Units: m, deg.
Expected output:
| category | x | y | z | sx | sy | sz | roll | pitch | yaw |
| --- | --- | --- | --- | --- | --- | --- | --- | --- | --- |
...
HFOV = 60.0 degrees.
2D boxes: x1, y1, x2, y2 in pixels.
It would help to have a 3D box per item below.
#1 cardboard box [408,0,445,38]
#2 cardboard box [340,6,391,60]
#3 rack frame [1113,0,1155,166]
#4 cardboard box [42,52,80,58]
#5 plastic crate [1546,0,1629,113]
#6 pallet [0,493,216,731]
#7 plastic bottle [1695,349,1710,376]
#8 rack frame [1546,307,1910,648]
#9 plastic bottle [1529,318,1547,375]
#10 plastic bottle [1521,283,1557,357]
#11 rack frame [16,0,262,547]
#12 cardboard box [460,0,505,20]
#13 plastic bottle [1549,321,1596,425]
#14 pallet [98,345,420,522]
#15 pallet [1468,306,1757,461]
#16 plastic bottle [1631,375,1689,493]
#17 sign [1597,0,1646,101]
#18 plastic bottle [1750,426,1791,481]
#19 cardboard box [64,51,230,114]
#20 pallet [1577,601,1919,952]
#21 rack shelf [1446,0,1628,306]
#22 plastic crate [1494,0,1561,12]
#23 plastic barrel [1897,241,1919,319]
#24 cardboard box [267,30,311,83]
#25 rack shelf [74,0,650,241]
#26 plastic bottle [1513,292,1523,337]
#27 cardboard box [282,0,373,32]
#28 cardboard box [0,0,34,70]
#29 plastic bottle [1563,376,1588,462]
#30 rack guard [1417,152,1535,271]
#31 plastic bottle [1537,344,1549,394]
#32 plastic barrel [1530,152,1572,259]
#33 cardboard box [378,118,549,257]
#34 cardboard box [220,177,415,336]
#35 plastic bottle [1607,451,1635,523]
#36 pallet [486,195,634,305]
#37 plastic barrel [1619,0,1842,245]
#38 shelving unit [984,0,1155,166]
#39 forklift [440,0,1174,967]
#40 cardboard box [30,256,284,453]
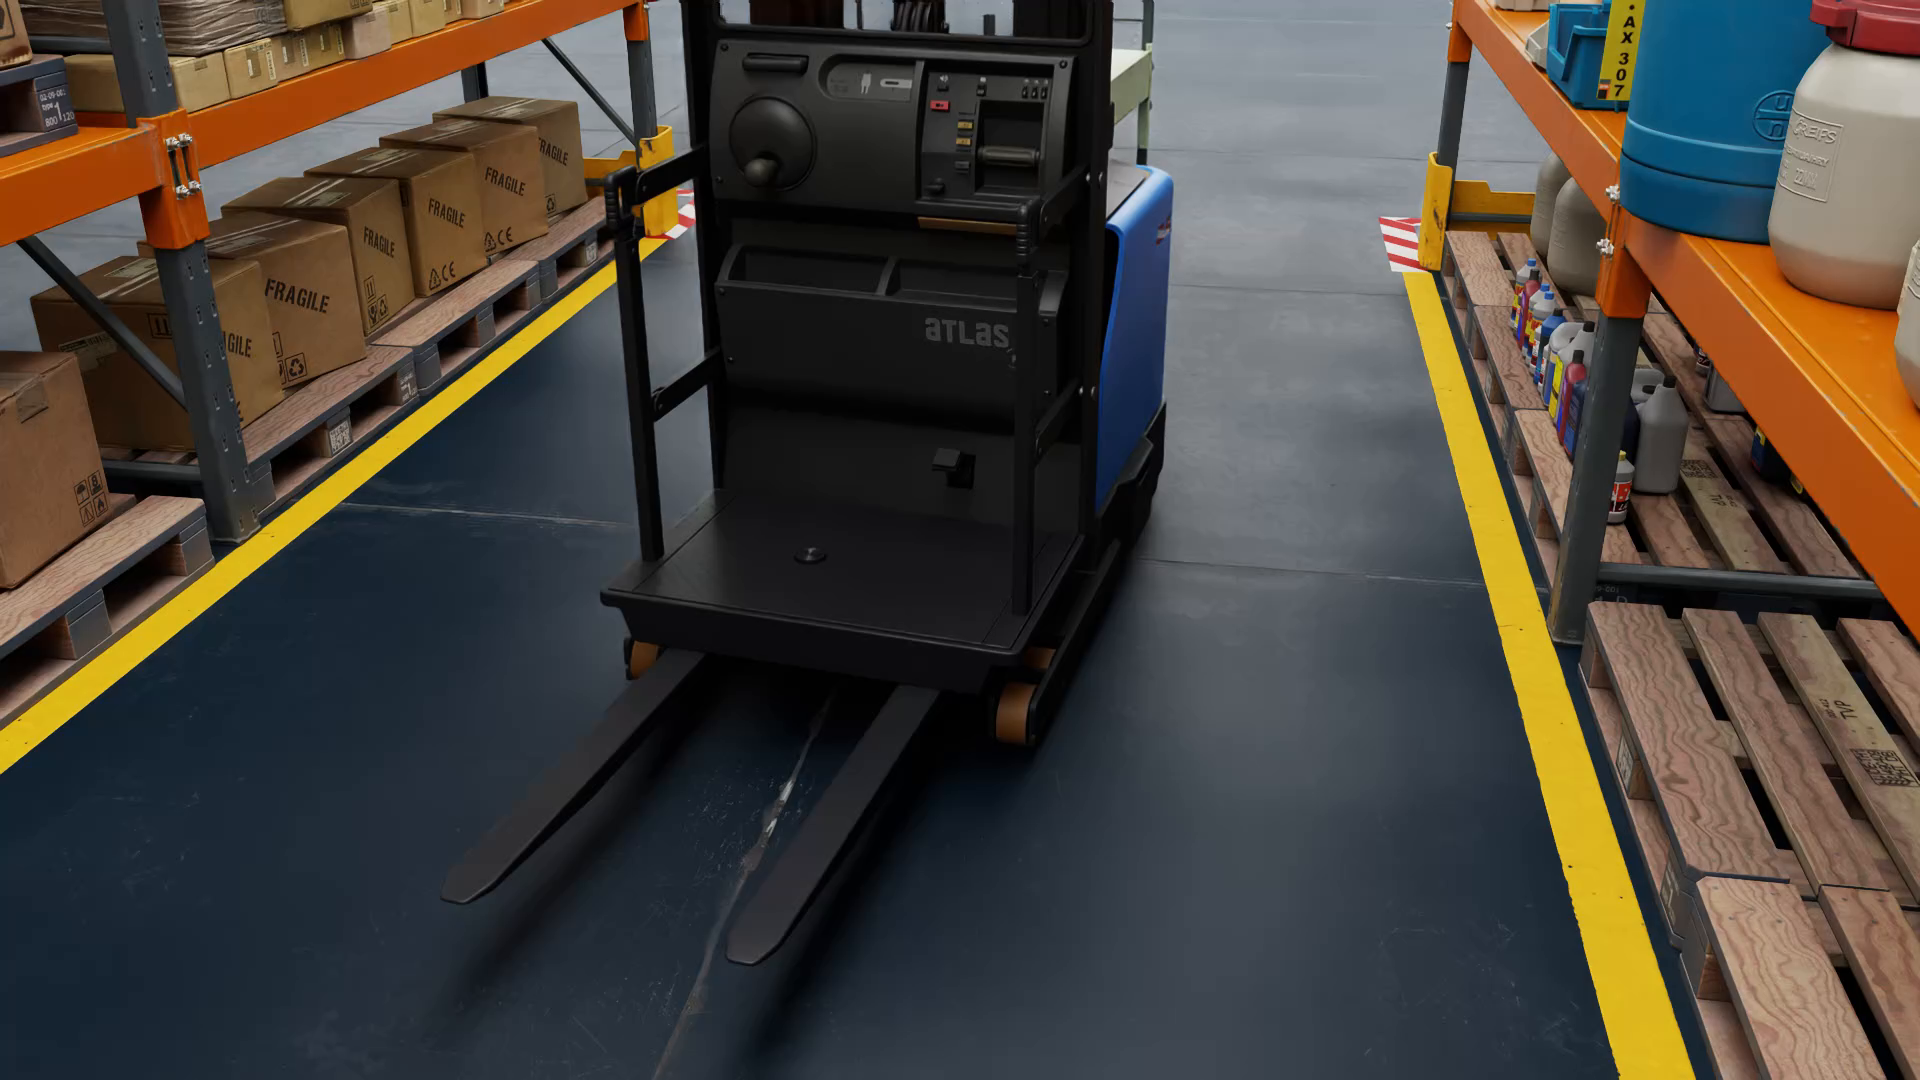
| category | x | y | z | sx | sy | sz | roll | pitch | yaw |
| --- | --- | --- | --- | --- | --- | --- | --- | --- | --- |
| cardboard box | -2.172 | -1.983 | 6.244 | 0.380 | 0.149 | 0.250 | 4 | 25 | 9 |
| cardboard box | -2.224 | -1.771 | 5.793 | 0.380 | 0.149 | 0.250 | 4 | 25 | 9 |
| rack frame | 0.489 | -1.266 | 6.185 | 0.400 | 1.500 | 0.023 | 8 | 26 | 16 |
| cardboard box | -2.940 | -1.500 | 5.212 | 0.380 | 0.149 | 0.250 | 4 | 25 | 9 |
| plastic crate | 2.064 | -1.470 | 5.028 | 0.499 | 0.251 | 0.616 | 4 | 25 | 9 |
| pallet | -2.861 | 0.190 | 4.596 | 1.003 | 0.211 | 1.213 | 4 | 25 | 9 |
| plastic bottle | 2.720 | -0.702 | 5.992 | 0.097 | 0.201 | 0.097 | 0 | 25 | 0 |
| rack frame | 2.151 | -1.056 | 3.968 | 1.000 | 3.000 | 0.127 | 4 | 25 | 9 |
| plastic bottle | 2.112 | -0.697 | 5.984 | 0.097 | 0.201 | 0.097 | 0 | 25 | 0 |
| plastic bottle | 2.145 | -0.812 | 6.147 | 0.097 | 0.271 | 0.097 | 0 | 25 | 0 |
| rack frame | -2.736 | -1.399 | 4.701 | 1.000 | 3.000 | 0.127 | 4 | 25 | 9 |
| cardboard box | -2.066 | -2.190 | 6.687 | 0.380 | 0.149 | 0.250 | 4 | 25 | 9 |
| plastic bottle | 2.056 | -0.560 | 5.514 | 0.144 | 0.351 | 0.185 | 4 | 25 | 8 |
| pallet | -2.661 | -0.420 | 5.897 | 1.003 | 0.211 | 1.213 | 4 | 25 | 9 |
| pallet | 2.499 | -0.583 | 6.246 | 1.003 | 0.211 | 1.213 | 4 | 25 | 9 |
| plastic bottle | 2.114 | -0.335 | 5.033 | 0.144 | 0.351 | 0.185 | 4 | 25 | 9 |
| sign | 1.610 | -1.224 | 4.000 | 0.100 | 0.325 | 0.005 | 4 | 25 | 9 |
| plastic bottle | 2.550 | -0.374 | 5.117 | 0.144 | 0.351 | 0.185 | 4 | 25 | 9 |
| cardboard box | -2.404 | -1.354 | 4.902 | 0.380 | 0.149 | 0.250 | 4 | 25 | 9 |
| pallet | 2.061 | 0.538 | 3.851 | 1.003 | 0.211 | 1.213 | 4 | 25 | 9 |
| rack shelf | 2.478 | -1.567 | 5.907 | 1.077 | 0.370 | 4.000 | 4 | 25 | 9 |
| plastic crate | 2.341 | -2.257 | 6.846 | 0.298 | 0.136 | 0.250 | 4 | 25 | 9 |
| plastic barrel | 1.783 | -0.450 | 2.837 | 0.301 | 0.262 | 0.301 | 0 | 25 | 0 |
| cardboard box | -2.337 | -1.565 | 5.351 | 0.380 | 0.149 | 0.250 | 4 | 25 | 9 |
| rack shelf | -2.409 | -1.910 | 6.640 | 1.077 | 0.370 | 4.000 | 4 | 25 | 9 |
| plastic bottle | 2.184 | -0.881 | 6.375 | 0.097 | 0.201 | 0.097 | 0 | 25 | 0 |
| cardboard box | -2.485 | -1.970 | 5.451 | 0.875 | 0.500 | 0.500 | 4 | 25 | 9 |
| cardboard box | -3.004 | -1.538 | 3.795 | 1.000 | 1.000 | 1.000 | 4 | 25 | 9 |
| plastic bottle | 2.003 | -0.425 | 5.225 | 0.144 | 0.351 | 0.185 | 3 | 25 | 6 |
| rack guard | 2.838 | -1.562 | 7.997 | 1.175 | 0.500 | 0.348 | 4 | 25 | 9 |
| plastic bottle | 2.078 | -0.611 | 5.800 | 0.097 | 0.201 | 0.097 | 0 | 25 | 0 |
| plastic barrel | 2.772 | -1.512 | 7.381 | 0.421 | 0.512 | 0.421 | 0 | 25 | 0 |
| cardboard box | -2.264 | -1.618 | 7.621 | 0.500 | 0.500 | 0.500 | 11 | 27 | 22 |
| cardboard box | -2.521 | -1.127 | 6.572 | 0.500 | 0.500 | 0.500 | 2 | 25 | 4 |
| plastic bottle | 1.903 | -0.161 | 4.838 | 0.097 | 0.201 | 0.097 | 0 | 25 | 0 |
| pallet | -2.262 | -1.440 | 8.077 | 1.003 | 0.211 | 1.213 | 4 | 25 | 9 |
| plastic barrel | 1.789 | -1.142 | 3.561 | 0.600 | 0.901 | 0.708 | 4 | 25 | 9 |
| shelving unit | 0.379 | -1.118 | 5.868 | 0.431 | 1.500 | 0.755 | 8 | 26 | 16 |
| forklift | -0.243 | -0.999 | 3.927 | 1.130 | 2.935 | 3.031 | 8 | 26 | 16 |
| cardboard box | -2.631 | -0.622 | 5.493 | 0.500 | 0.500 | 0.500 | 3 | 25 | 7 |
